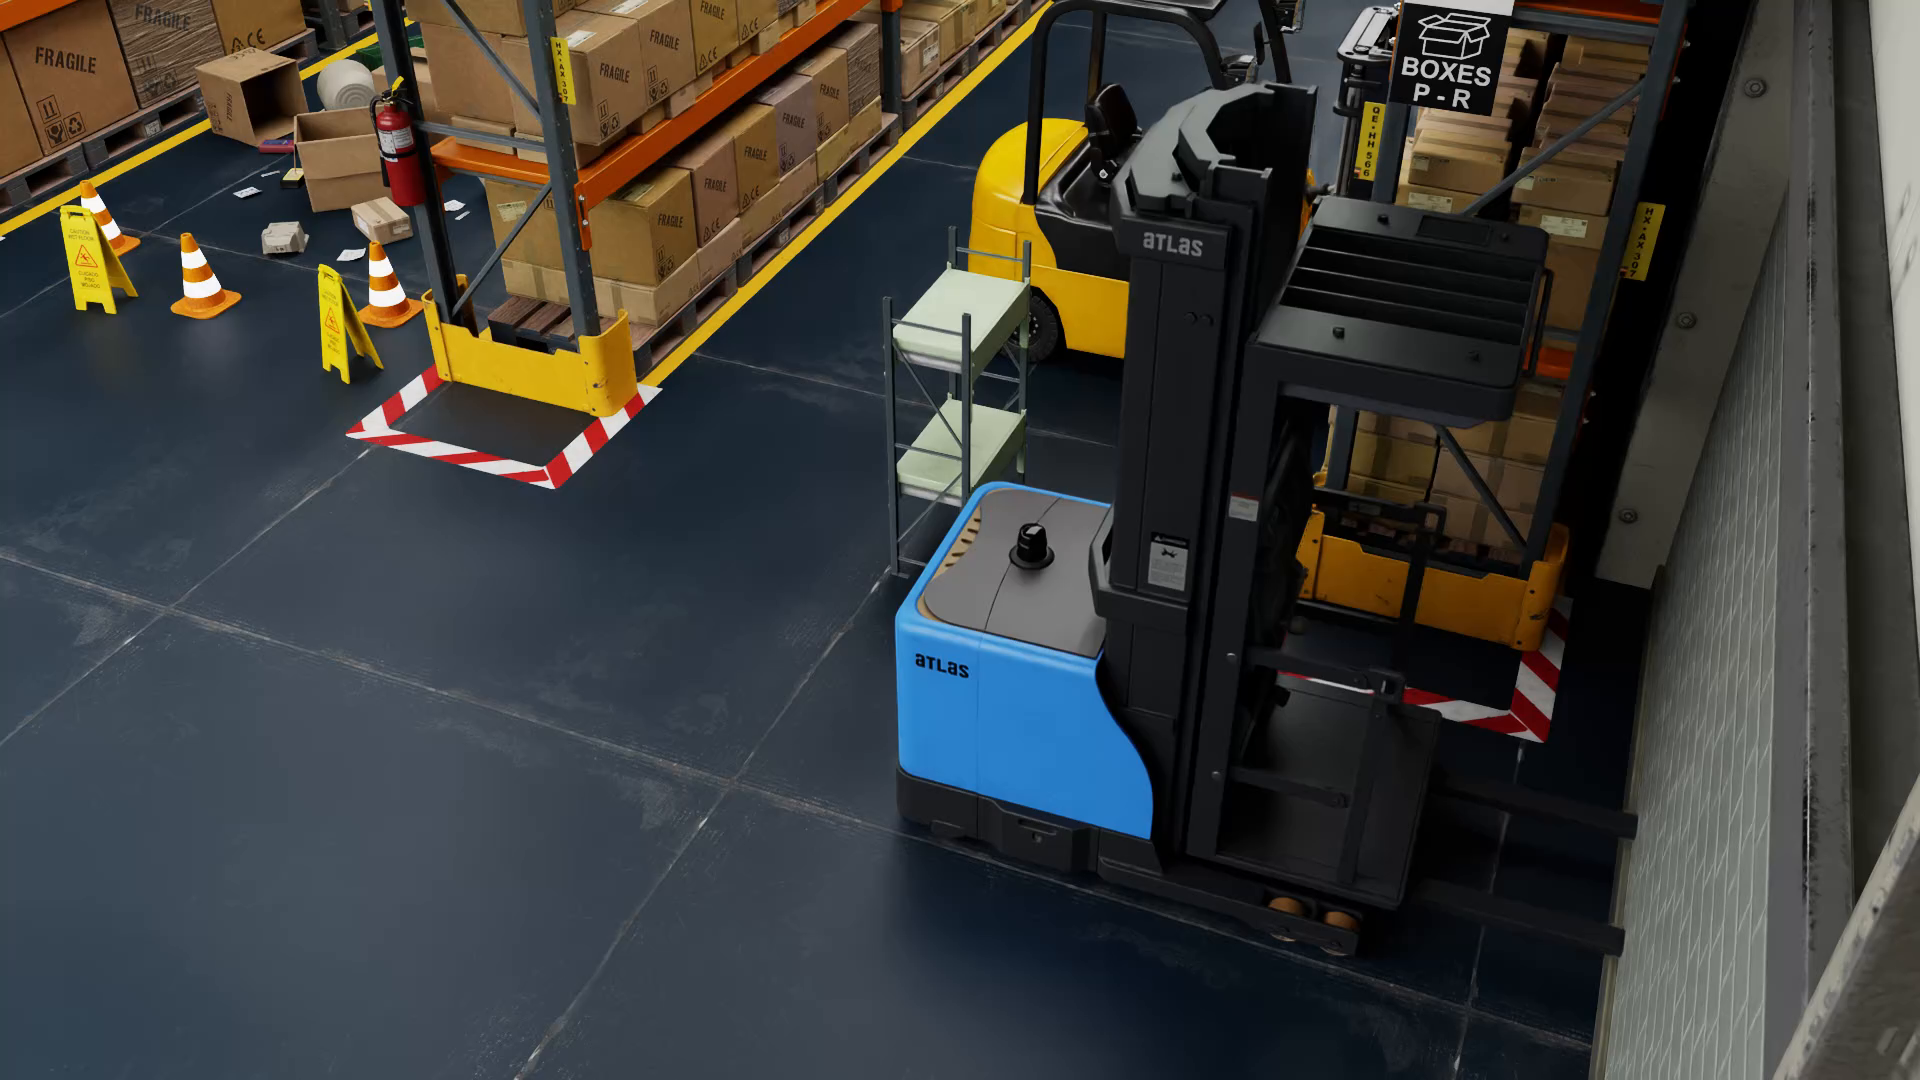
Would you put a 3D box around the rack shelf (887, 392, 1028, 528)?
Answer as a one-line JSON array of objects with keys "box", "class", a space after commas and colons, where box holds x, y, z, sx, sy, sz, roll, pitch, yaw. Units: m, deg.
[{"box": [-0.003, -0.336, 7.991, 0.431, 0.370, 0.720, 14, 39, 18], "class": "rack shelf"}]

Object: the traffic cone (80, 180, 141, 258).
[{"box": [-5.529, -2.077, 10.642, 0.336, 0.463, 0.334, 14, 39, 18], "class": "traffic cone"}]

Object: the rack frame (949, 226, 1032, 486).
[{"box": [0.137, -0.800, 8.067, 0.400, 1.500, 0.023, 14, 39, 18], "class": "rack frame"}]

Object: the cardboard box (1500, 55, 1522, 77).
[{"box": [2.405, -2.172, 7.777, 0.380, 0.149, 0.250, 15, 39, 19], "class": "cardboard box"}]

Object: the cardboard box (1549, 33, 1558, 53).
[{"box": [2.795, -2.573, 8.314, 0.380, 0.149, 0.250, 14, 39, 18], "class": "cardboard box"}]

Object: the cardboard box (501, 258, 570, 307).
[{"box": [-2.360, -1.640, 9.884, 0.500, 0.250, 0.500, 14, 39, 18], "class": "cardboard box"}]

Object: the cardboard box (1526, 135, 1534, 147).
[{"box": [2.670, -1.641, 7.314, 0.380, 0.149, 0.250, 13, 39, 17], "class": "cardboard box"}]

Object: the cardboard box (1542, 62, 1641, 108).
[{"box": [2.892, -2.050, 7.614, 0.380, 0.149, 0.250, 15, 39, 19], "class": "cardboard box"}]

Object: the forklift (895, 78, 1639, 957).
[{"box": [1.316, 0.009, 5.789, 3.031, 2.935, 1.130, 13, 39, 16], "class": "forklift"}]

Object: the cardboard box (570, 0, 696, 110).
[{"box": [-1.797, -2.697, 9.020, 0.500, 0.500, 0.500, 15, 39, 19], "class": "cardboard box"}]

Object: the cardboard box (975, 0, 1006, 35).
[{"box": [-0.175, -4.456, 13.550, 0.950, 0.372, 0.625, 15, 39, 19], "class": "cardboard box"}]

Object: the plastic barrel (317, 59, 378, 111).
[{"box": [-4.535, -3.328, 12.348, 0.421, 0.421, 0.512, -17, 40, -22], "class": "plastic barrel"}]

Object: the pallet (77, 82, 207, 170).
[{"box": [-6.347, -3.139, 12.273, 1.003, 0.211, 1.213, 14, 39, 18], "class": "pallet"}]

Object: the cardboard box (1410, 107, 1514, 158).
[{"box": [2.170, -1.731, 7.187, 0.380, 0.149, 0.250, 14, 39, 18], "class": "cardboard box"}]

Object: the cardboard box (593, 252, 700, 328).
[{"box": [-1.865, -1.501, 9.699, 0.500, 0.250, 0.500, 14, 39, 17], "class": "cardboard box"}]

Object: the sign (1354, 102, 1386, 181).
[{"box": [1.667, -1.612, 6.736, 0.100, 0.325, 0.005, 14, 39, 18], "class": "sign"}]

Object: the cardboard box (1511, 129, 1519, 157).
[{"box": [2.366, -1.890, 7.648, 0.380, 0.149, 0.250, 14, 39, 17], "class": "cardboard box"}]

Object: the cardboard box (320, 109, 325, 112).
[{"box": [-4.473, -2.871, 11.869, 0.396, 0.266, 0.258, 21, 42, 25], "class": "cardboard box"}]

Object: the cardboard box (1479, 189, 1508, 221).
[{"box": [2.108, -1.294, 7.393, 0.500, 0.500, 0.500, 13, 39, 17], "class": "cardboard box"}]

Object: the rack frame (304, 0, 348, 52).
[{"box": [-5.522, -5.337, 12.885, 1.000, 3.000, 0.127, 14, 39, 18], "class": "rack frame"}]

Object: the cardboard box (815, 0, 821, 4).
[{"box": [-1.114, -3.516, 10.659, 0.380, 0.149, 0.250, 13, 39, 17], "class": "cardboard box"}]

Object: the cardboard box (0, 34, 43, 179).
[{"box": [-6.847, -2.830, 10.955, 0.875, 0.875, 0.875, 14, 39, 18], "class": "cardboard box"}]

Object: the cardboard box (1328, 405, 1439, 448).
[{"box": [2.051, -0.715, 7.812, 0.500, 0.250, 0.500, 15, 39, 19], "class": "cardboard box"}]

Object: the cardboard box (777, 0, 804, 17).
[{"box": [-1.228, -3.547, 10.158, 0.500, 0.500, 0.500, 15, 39, 19], "class": "cardboard box"}]

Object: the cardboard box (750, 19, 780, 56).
[{"box": [-1.319, -3.069, 10.060, 0.380, 0.149, 0.250, 14, 39, 18], "class": "cardboard box"}]

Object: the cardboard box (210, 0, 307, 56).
[{"box": [-5.826, -4.322, 12.951, 0.875, 0.875, 0.875, 14, 39, 18], "class": "cardboard box"}]

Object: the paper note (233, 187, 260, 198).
[{"box": [-4.893, -2.391, 11.425, 0.144, 0.017, 0.142, 29, 45, 33], "class": "paper note"}]

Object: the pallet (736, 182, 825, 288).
[{"box": [-1.592, -2.091, 10.871, 1.003, 0.211, 1.213, 14, 39, 18], "class": "pallet"}]

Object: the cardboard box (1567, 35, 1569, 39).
[{"box": [3.201, -2.475, 8.183, 0.380, 0.149, 0.250, 15, 39, 19], "class": "cardboard box"}]

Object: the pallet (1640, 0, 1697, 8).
[{"box": [2.457, -2.474, 6.622, 1.003, 0.211, 1.213, 14, 39, 18], "class": "pallet"}]

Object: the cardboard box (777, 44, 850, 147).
[{"box": [-1.075, -2.962, 11.027, 0.500, 0.500, 0.500, 15, 39, 19], "class": "cardboard box"}]

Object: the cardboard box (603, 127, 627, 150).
[{"box": [-2.025, -2.234, 8.943, 0.380, 0.149, 0.250, 14, 39, 18], "class": "cardboard box"}]

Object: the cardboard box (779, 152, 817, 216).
[{"box": [-1.274, -2.366, 10.856, 0.500, 0.250, 0.500, 14, 39, 18], "class": "cardboard box"}]

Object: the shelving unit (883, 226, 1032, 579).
[{"box": [-0.003, -0.597, 7.796, 0.431, 1.500, 0.755, 14, 39, 18], "class": "shelving unit"}]

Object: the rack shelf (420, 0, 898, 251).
[{"box": [-1.667, -2.870, 10.185, 1.077, 0.370, 4.000, 14, 39, 18], "class": "rack shelf"}]

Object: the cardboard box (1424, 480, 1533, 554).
[{"box": [2.531, -0.216, 7.980, 0.500, 0.250, 0.500, 14, 39, 18], "class": "cardboard box"}]

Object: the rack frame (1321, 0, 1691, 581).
[{"box": [2.164, -0.922, 6.978, 1.000, 3.000, 0.127, 14, 39, 18], "class": "rack frame"}]

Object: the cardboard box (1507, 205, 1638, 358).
[{"box": [2.609, -1.173, 7.231, 0.500, 0.500, 0.500, 15, 39, 19], "class": "cardboard box"}]

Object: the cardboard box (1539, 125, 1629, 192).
[{"box": [2.648, -1.611, 7.027, 0.380, 0.149, 0.250, 15, 39, 19], "class": "cardboard box"}]

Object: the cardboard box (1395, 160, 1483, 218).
[{"box": [2.037, -1.478, 7.096, 0.380, 0.149, 0.250, 14, 39, 18], "class": "cardboard box"}]

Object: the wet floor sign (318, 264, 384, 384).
[{"box": [-3.490, -1.246, 9.378, 0.267, 0.644, 0.232, 29, 45, 33], "class": "wet floor sign"}]

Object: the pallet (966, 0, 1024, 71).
[{"box": [-0.148, -4.258, 13.770, 1.003, 0.211, 1.213, 14, 39, 18], "class": "pallet"}]

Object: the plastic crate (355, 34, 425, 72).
[{"box": [-4.377, -3.839, 13.181, 0.662, 0.188, 0.450, -25, 33, -29], "class": "plastic crate"}]

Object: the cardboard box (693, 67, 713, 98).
[{"box": [-1.642, -2.643, 9.491, 0.380, 0.149, 0.250, 15, 39, 19], "class": "cardboard box"}]

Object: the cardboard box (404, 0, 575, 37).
[{"box": [-2.436, -2.943, 8.515, 0.700, 0.500, 0.500, 13, 39, 17], "class": "cardboard box"}]

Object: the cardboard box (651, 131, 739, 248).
[{"box": [-1.662, -2.105, 9.881, 0.500, 0.500, 0.500, 12, 39, 16], "class": "cardboard box"}]

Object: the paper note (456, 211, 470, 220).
[{"box": [-3.335, -2.177, 11.154, 0.032, 0.001, 0.123, 14, 39, 18], "class": "paper note"}]

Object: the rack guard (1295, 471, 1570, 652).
[{"box": [2.155, 0.092, 7.709, 1.175, 0.500, 0.348, 14, 39, 18], "class": "rack guard"}]

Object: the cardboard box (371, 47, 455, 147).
[{"box": [-3.753, -3.174, 11.963, 0.797, 0.637, 0.503, 14, 39, 18], "class": "cardboard box"}]

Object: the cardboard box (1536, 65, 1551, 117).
[{"box": [2.690, -2.144, 8.530, 0.500, 0.500, 0.500, 14, 39, 18], "class": "cardboard box"}]
